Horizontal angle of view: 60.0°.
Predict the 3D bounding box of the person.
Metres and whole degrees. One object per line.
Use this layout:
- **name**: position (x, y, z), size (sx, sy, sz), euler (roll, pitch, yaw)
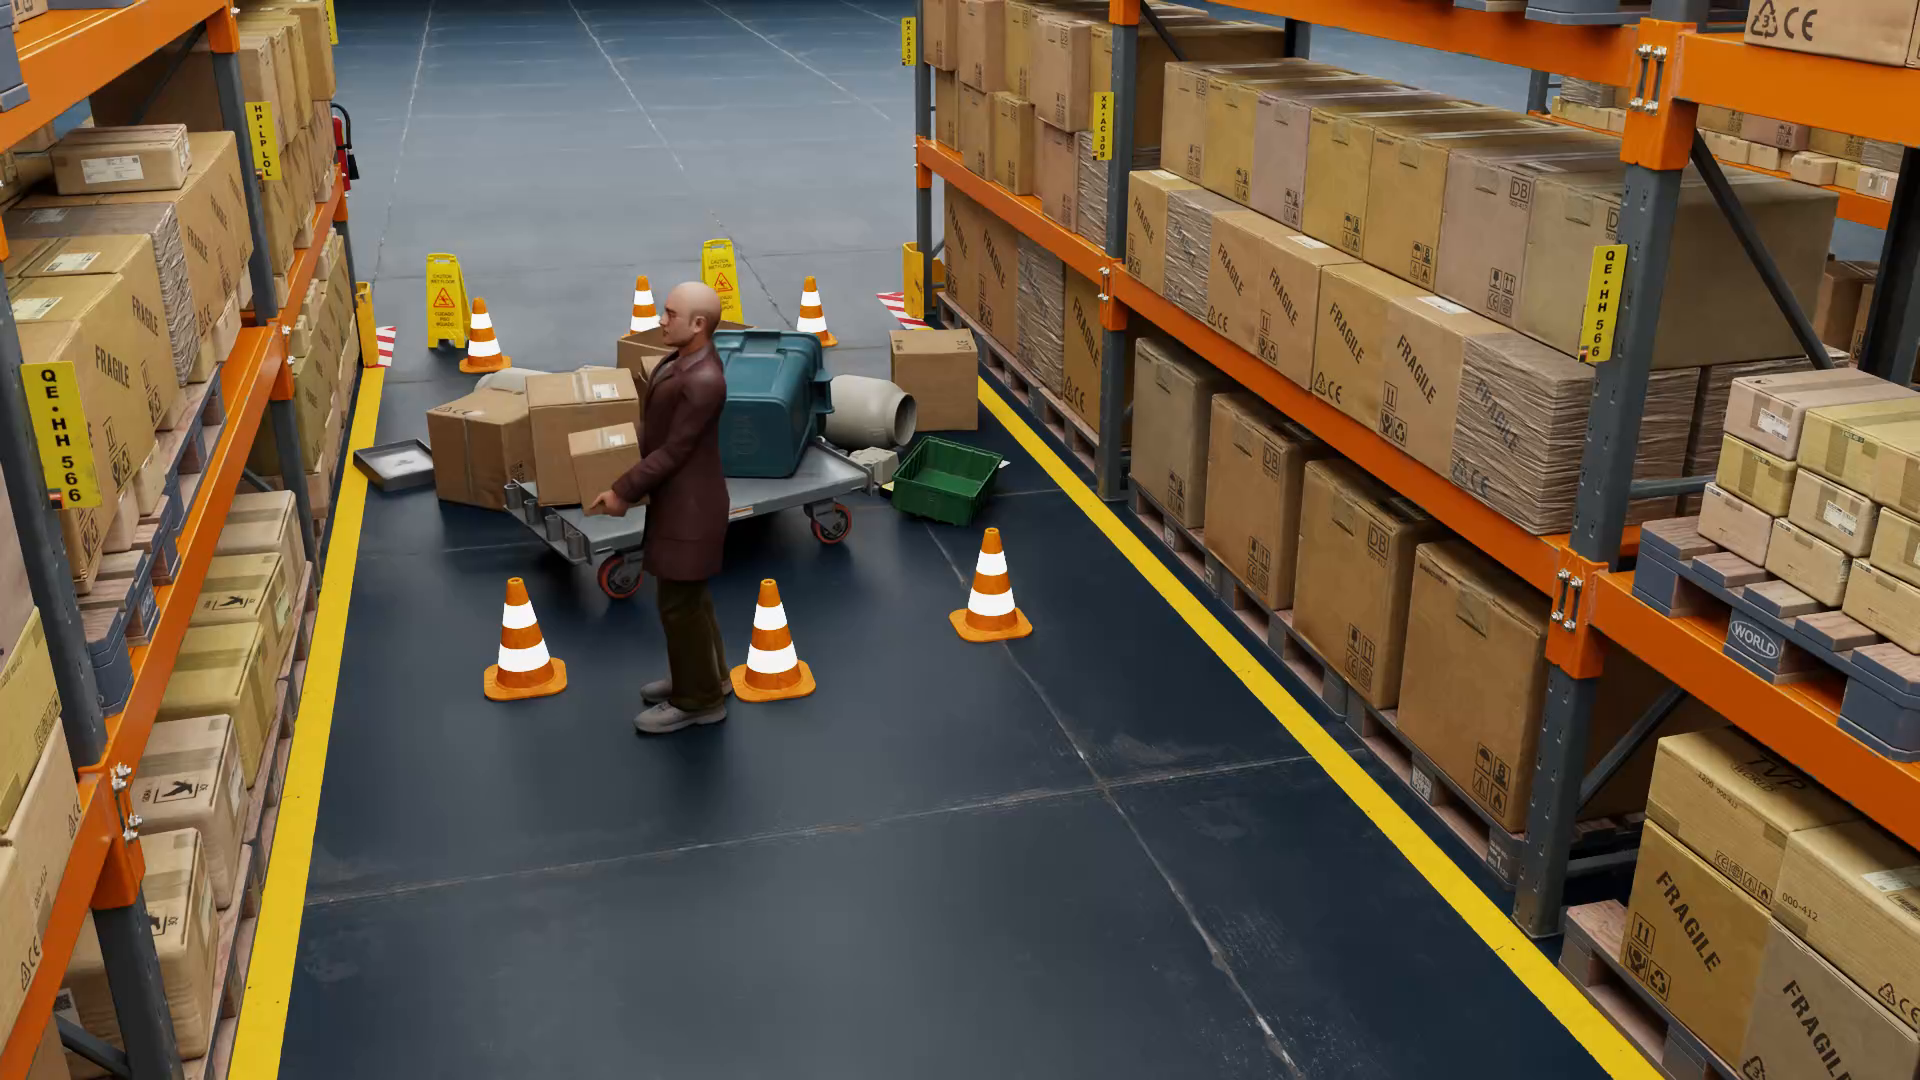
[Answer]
- **person**: position (-1.148, -0.115, 6.397), size (0.555, 1.770, 0.528), euler (-6, 23, -13)
